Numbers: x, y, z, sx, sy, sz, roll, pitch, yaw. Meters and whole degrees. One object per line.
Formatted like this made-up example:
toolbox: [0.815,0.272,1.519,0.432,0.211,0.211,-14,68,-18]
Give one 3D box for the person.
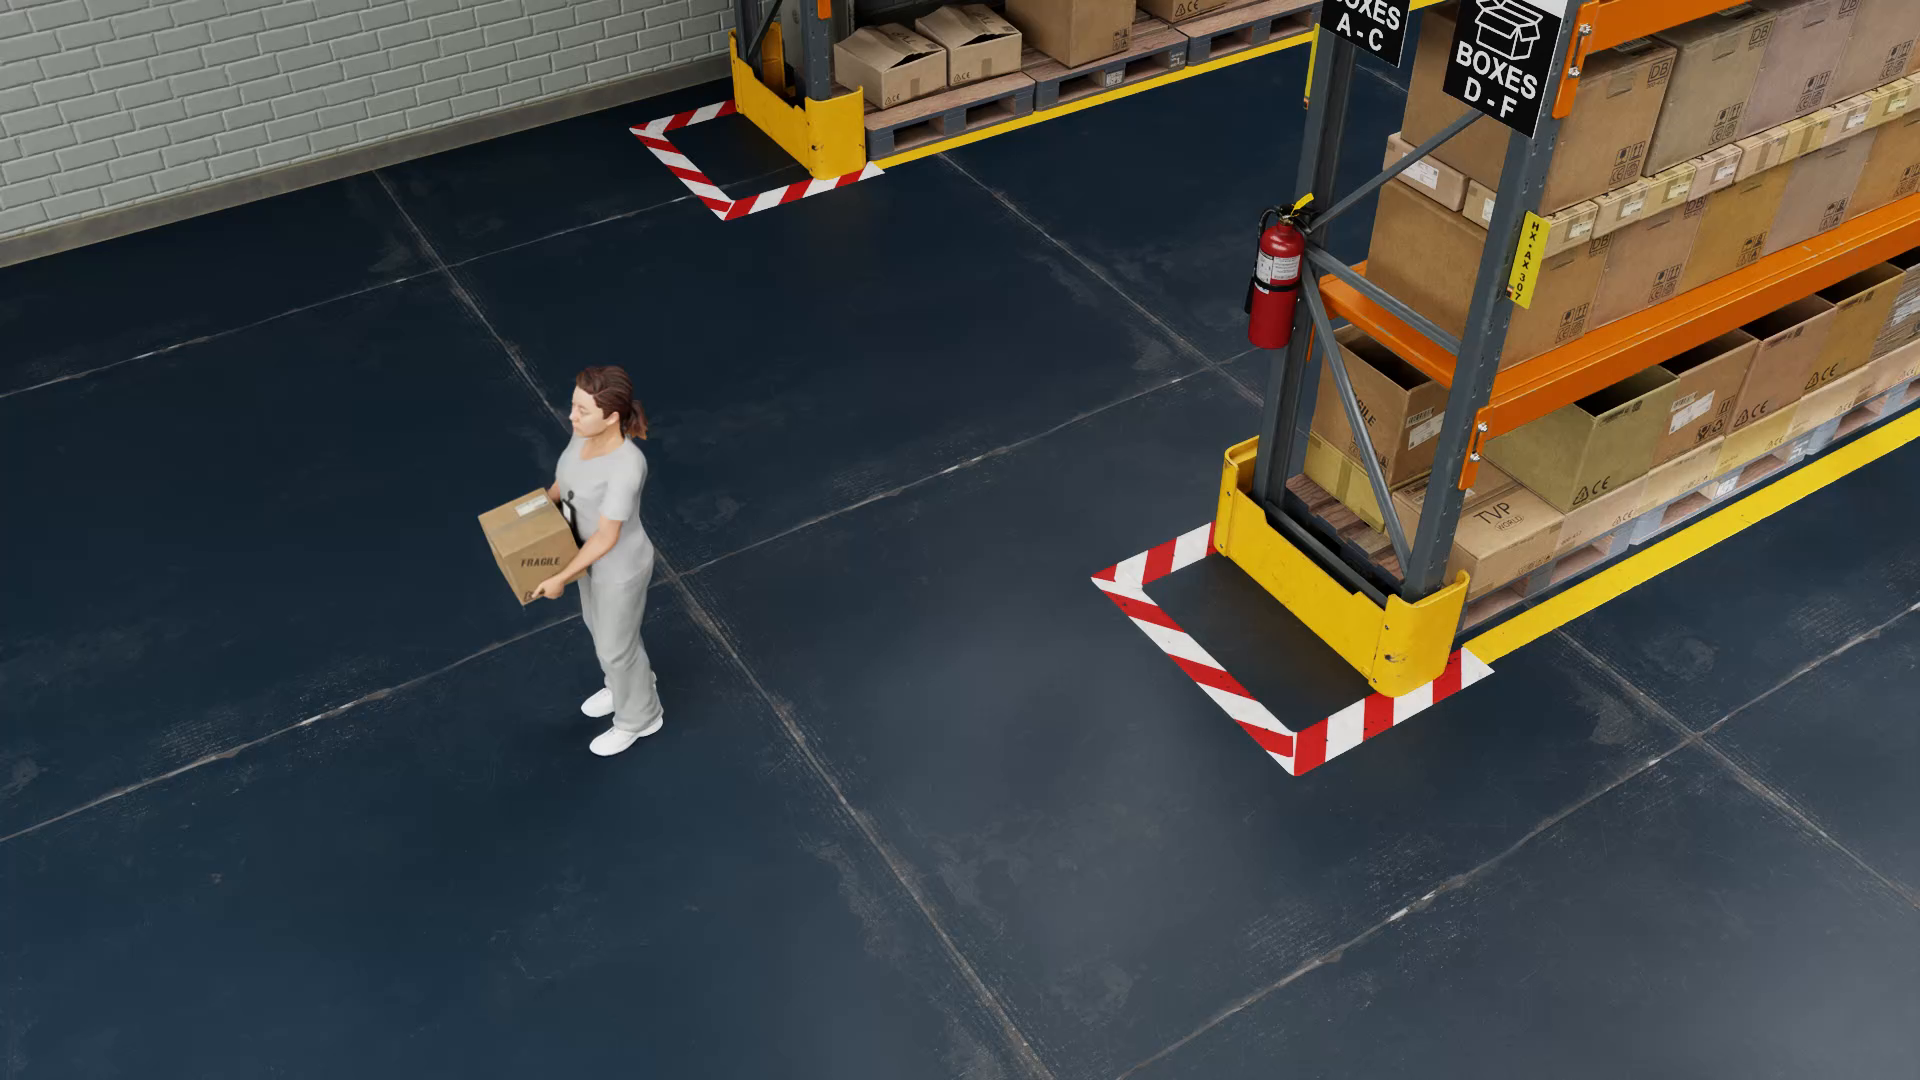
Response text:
person: [-1.327,0.095,6.059,0.554,1.662,0.436,-22,45,-23]
